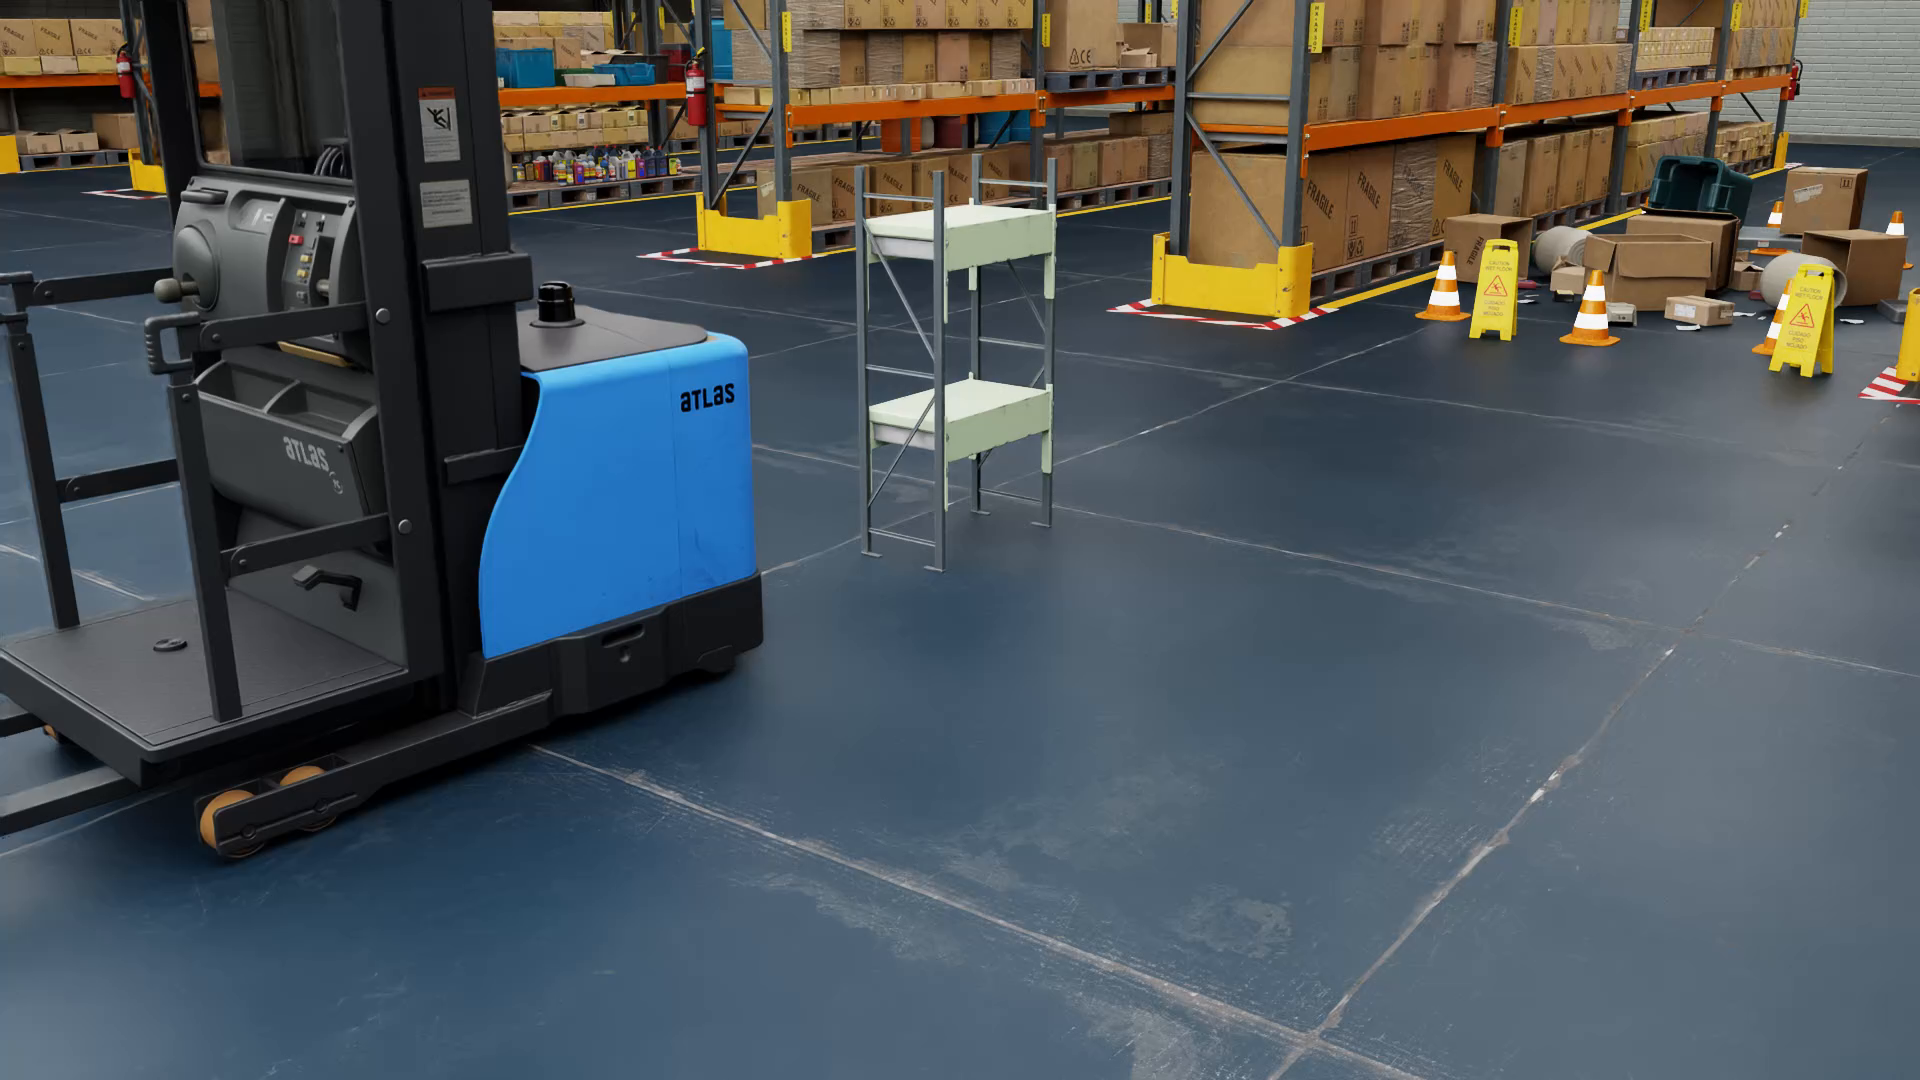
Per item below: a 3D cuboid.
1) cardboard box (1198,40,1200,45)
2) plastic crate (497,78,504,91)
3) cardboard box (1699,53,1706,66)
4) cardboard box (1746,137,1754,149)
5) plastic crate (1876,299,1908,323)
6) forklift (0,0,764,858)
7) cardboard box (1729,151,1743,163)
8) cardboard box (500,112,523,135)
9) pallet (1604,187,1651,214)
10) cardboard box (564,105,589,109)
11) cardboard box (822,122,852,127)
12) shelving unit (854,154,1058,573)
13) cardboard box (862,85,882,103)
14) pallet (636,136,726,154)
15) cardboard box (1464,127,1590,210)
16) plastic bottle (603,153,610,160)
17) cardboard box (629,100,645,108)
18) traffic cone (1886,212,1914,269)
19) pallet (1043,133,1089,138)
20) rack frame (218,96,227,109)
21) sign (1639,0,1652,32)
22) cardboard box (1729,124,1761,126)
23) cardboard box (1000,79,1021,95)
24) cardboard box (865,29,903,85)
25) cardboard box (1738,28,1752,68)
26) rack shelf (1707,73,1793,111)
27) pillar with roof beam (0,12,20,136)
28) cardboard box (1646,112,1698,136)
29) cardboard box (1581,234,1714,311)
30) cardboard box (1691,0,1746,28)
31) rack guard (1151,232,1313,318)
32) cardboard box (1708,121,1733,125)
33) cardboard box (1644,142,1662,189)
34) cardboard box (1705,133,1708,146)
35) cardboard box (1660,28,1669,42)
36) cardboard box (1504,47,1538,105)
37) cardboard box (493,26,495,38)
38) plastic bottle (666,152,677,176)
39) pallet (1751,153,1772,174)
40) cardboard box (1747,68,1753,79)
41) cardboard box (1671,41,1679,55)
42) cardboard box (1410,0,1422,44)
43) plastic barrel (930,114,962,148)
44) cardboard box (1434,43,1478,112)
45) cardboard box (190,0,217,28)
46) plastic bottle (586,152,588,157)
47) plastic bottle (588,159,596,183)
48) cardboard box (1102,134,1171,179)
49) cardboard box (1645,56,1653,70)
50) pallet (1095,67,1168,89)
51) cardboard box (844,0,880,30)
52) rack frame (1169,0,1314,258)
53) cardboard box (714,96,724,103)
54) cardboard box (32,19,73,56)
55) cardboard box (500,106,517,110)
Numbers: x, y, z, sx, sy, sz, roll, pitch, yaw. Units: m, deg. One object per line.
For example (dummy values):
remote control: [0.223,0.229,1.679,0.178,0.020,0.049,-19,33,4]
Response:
cardboard box: [3.347,-6.074,21.075,0.500,0.500,0.500,13,22,36]
plastic crate: [-5.114,-4.958,18.097,0.298,0.136,0.250,12,21,35]
cardboard box: [8.913,-5.899,20.398,0.380,0.149,0.250,13,21,35]
cardboard box: [10.669,-5.460,22.867,0.380,0.149,0.250,14,22,37]
plastic crate: [6.820,-1.631,11.861,0.402,0.080,0.583,5,18,16]
forklift: [-2.000,-0.771,4.285,1.130,2.935,3.031,15,23,40]
cardboard box: [10.361,-5.196,22.515,0.380,0.149,0.250,12,21,33]
cardboard box: [-6.749,-6.085,24.263,0.500,0.311,0.500,12,21,34]
pallet: [7.229,-3.912,18.984,1.003,0.211,1.213,12,21,35]
cardboard box: [-5.969,-6.665,26.132,0.500,0.311,0.500,12,21,33]
cardboard box: [-2.308,-7.650,30.112,0.500,0.311,0.500,12,21,35]
shelving unit: [-0.004,-0.715,6.516,0.431,1.500,0.755,12,21,35]
cardboard box: [-0.954,-4.193,15.612,0.380,0.149,0.250,12,21,35]
pallet: [-4.640,-6.549,27.477,1.003,0.211,1.213,12,21,35]
cardboard box: [5.809,-3.846,17.155,1.050,0.750,0.750,13,21,36]
plastic bottle: [-4.326,-4.613,20.399,0.097,0.271,0.097,0,17,0]
cardboard box: [-6.184,-8.703,33.219,0.700,0.500,0.500,13,21,35]
traffic cone: [8.029,-2.585,14.289,0.336,0.463,0.334,12,21,35]
pallet: [1.651,-6.636,27.758,1.003,0.211,1.213,12,21,35]
rack frame: [-11.479,-7.631,26.260,1.000,3.000,0.127,12,21,35]
sign: [7.210,-5.513,17.487,0.100,0.325,0.005,12,21,35]
cardboard box: [10.963,-5.731,23.237,0.380,0.149,0.250,11,21,33]
cardboard box: [0.407,-4.724,17.323,0.380,0.149,0.250,12,21,35]
cardboard box: [-1.044,-4.620,15.894,0.875,0.500,0.500,12,21,35]
cardboard box: [9.932,-6.393,21.601,0.500,0.500,0.500,12,21,35]
rack shelf: [10.337,-6.143,22.681,1.077,0.370,4.000,12,21,35]
pillar with roof beam: [-10.682,-9.102,20.882,9.100,9.000,0.400,12,21,35]
cardboard box: [8.588,-5.033,20.136,0.500,0.250,0.500,14,22,37]
cardboard box: [5.044,-1.975,12.255,0.797,0.503,0.637,-1,17,-3]
cardboard box: [9.610,-6.742,21.040,0.500,0.500,0.500,13,22,36]
rack guard: [1.981,-1.953,12.189,1.175,0.500,0.348,12,21,35]
cardboard box: [10.876,-5.934,23.892,0.380,0.149,0.250,13,21,36]
cardboard box: [7.685,-4.308,19.066,0.500,0.500,0.500,13,21,35]
cardboard box: [9.517,-5.179,21.459,0.380,0.149,0.250,13,22,37]
cardboard box: [7.819,-5.748,18.908,0.380,0.149,0.250,14,22,37]
cardboard box: [4.908,-4.230,15.140,0.500,0.500,0.500,13,21,35]
cardboard box: [-8.600,-8.854,29.493,0.500,0.500,0.500,13,22,36]
plastic bottle: [-3.544,-4.621,20.403,0.061,0.283,0.133,14,22,37]
pallet: [10.971,-5.426,23.860,1.003,0.211,1.213,12,21,35]
cardboard box: [10.322,-6.222,22.146,0.380,0.149,0.250,14,22,37]
cardboard box: [8.135,-5.732,19.357,0.380,0.149,0.250,13,22,37]
cardboard box: [3.155,-4.227,13.224,0.875,0.550,0.500,12,21,35]
plastic barrel: [-0.188,-6.271,25.237,0.600,0.588,0.708,12,21,35]
cardboard box: [3.859,-3.951,14.158,0.875,0.550,0.550,12,21,35]
cardboard box: [-9.562,-6.593,20.560,0.700,0.500,0.500,13,21,35]
plastic bottle: [-4.581,-4.598,20.330,0.061,0.283,0.133,14,22,37]
plastic bottle: [-4.311,-4.317,19.447,0.097,0.271,0.097,0,17,0]
cardboard box: [2.135,-4.677,20.220,0.700,0.500,0.500,10,20,30]
cardboard box: [7.511,-5.337,18.588,0.380,0.149,0.250,14,22,37]
pallet: [1.692,-5.388,19.359,1.003,0.211,1.213,12,21,35]
cardboard box: [-1.078,-4.921,15.175,0.500,0.500,0.500,12,21,35]
rack frame: [1.995,-3.152,11.836,1.000,3.000,0.127,12,21,35]
cardboard box: [-4.110,-7.607,28.390,0.500,0.250,0.500,12,21,34]
cardboard box: [-13.034,-7.151,23.669,0.500,0.500,0.500,12,21,35]
cardboard box: [-8.552,-7.910,30.074,0.750,0.750,0.750,12,21,34]
